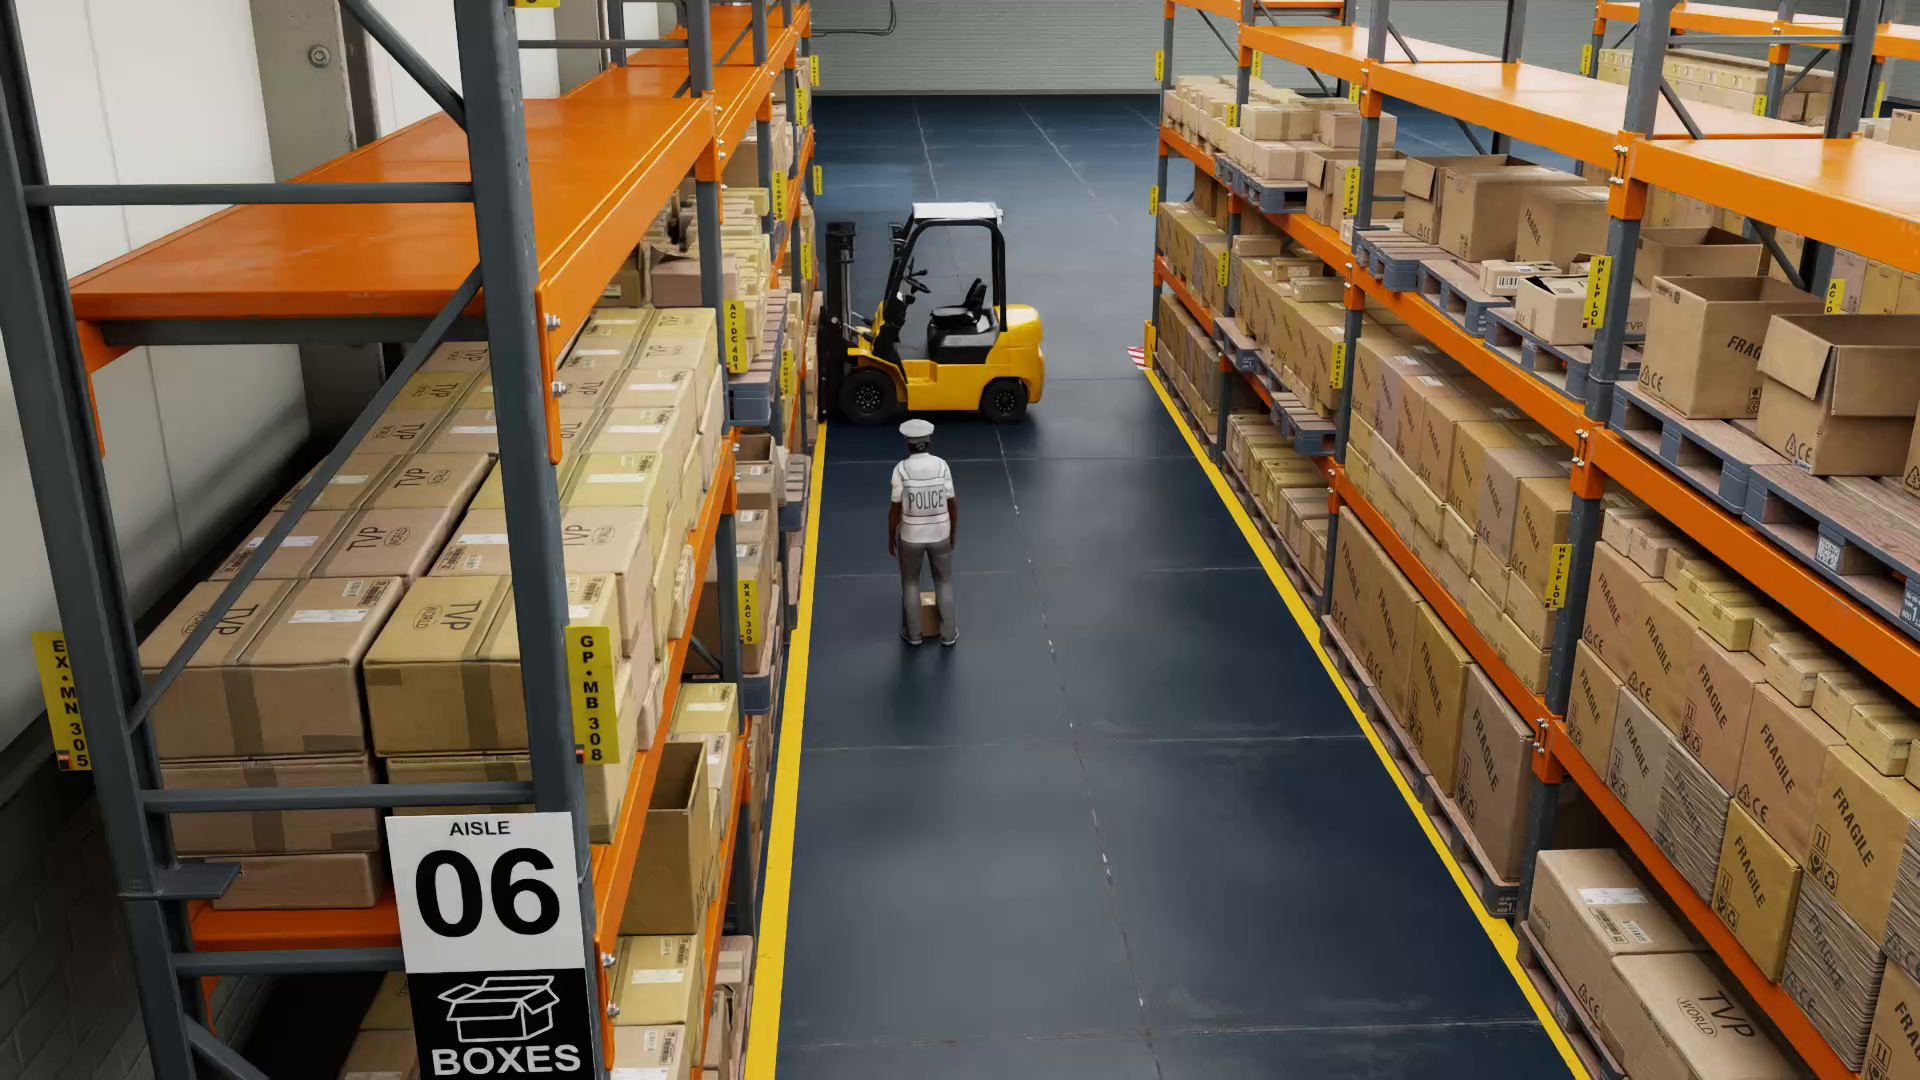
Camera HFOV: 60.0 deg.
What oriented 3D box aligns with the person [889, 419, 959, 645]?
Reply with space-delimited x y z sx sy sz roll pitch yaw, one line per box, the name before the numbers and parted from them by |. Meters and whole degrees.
person | -0.258 -0.031 11.975 0.532 1.663 0.423 -4 21 -11
